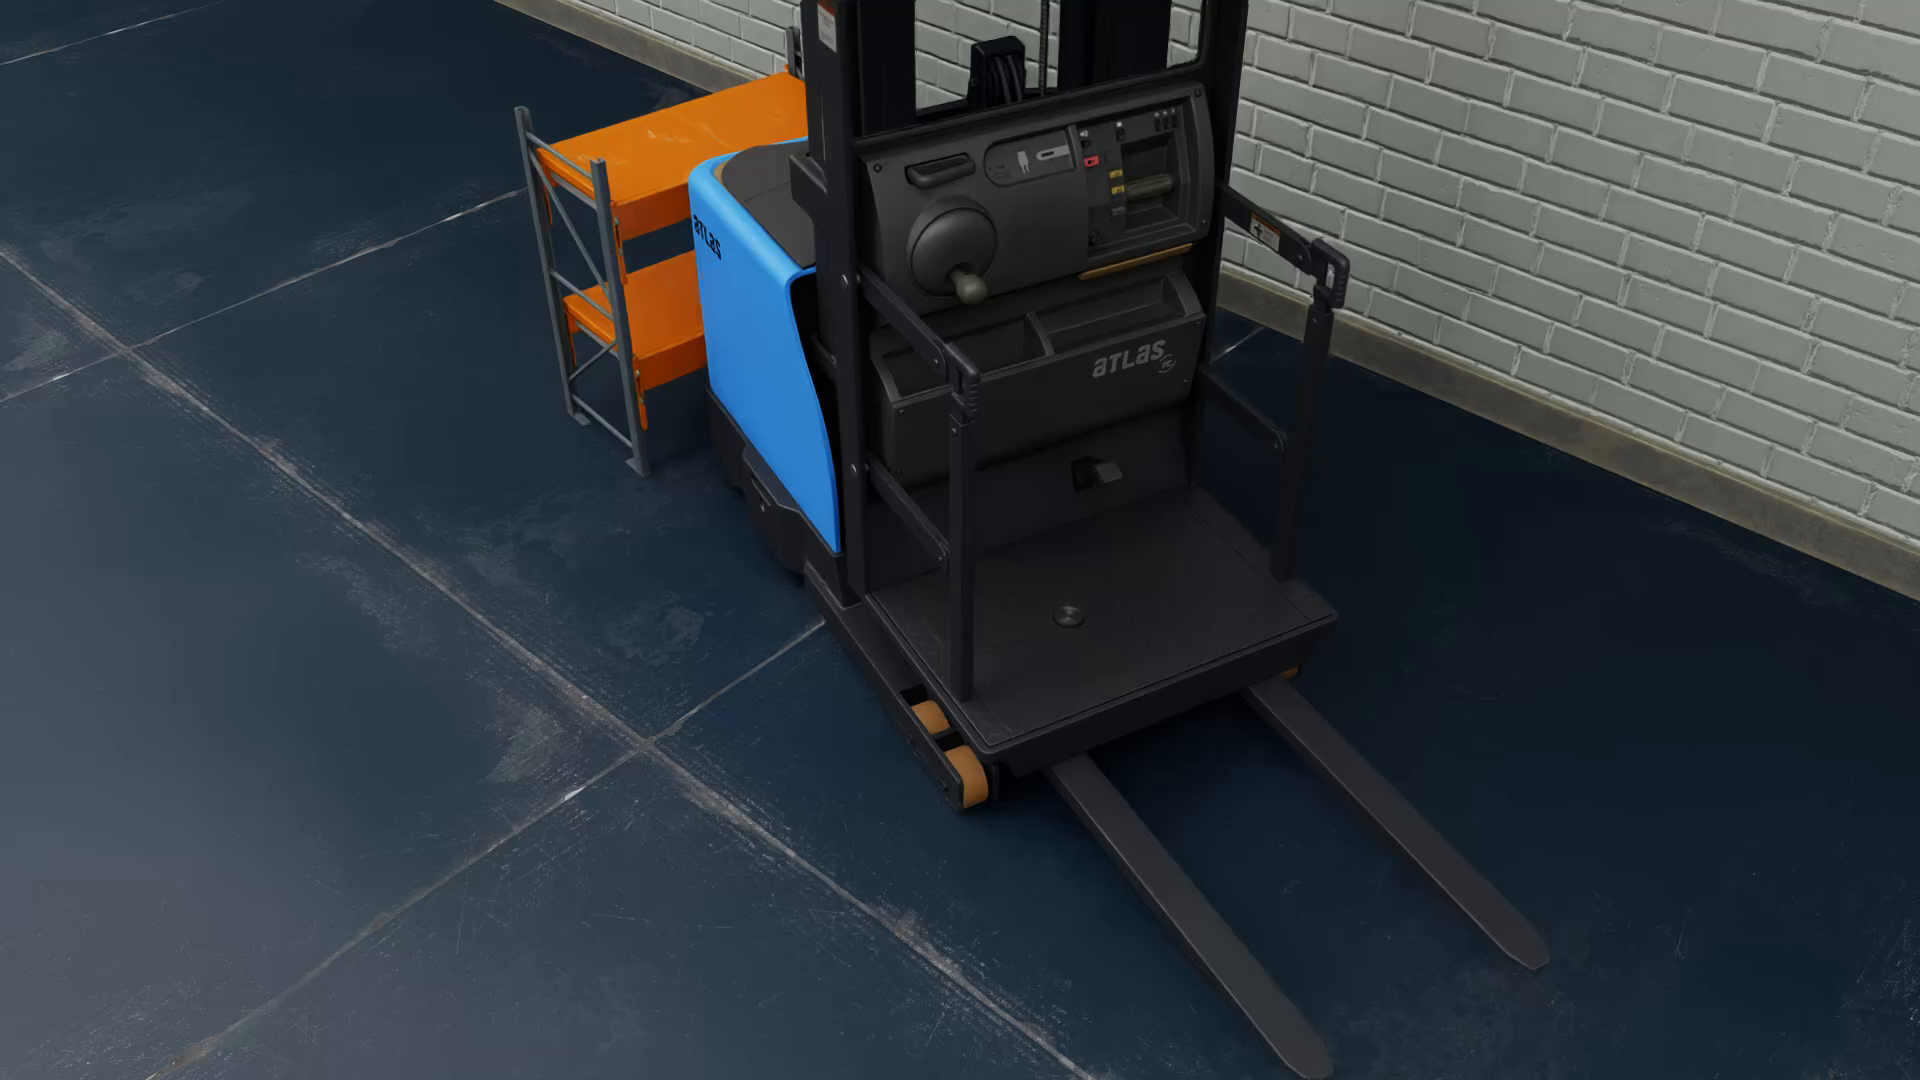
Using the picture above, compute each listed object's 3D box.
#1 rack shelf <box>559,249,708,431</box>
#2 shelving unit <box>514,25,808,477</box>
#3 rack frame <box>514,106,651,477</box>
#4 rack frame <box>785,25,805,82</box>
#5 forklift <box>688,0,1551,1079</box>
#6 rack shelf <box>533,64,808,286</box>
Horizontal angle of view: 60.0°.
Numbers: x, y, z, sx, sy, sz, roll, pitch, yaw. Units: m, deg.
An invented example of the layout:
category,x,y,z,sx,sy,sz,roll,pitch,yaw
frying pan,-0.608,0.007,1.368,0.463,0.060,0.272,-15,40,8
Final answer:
category,x,y,z,sx,sy,sz,roll,pitch,yaw
rack shelf,-0.809,-0.785,5.726,1.000,0.278,0.538,-27,46,-30
shelving unit,-0.809,-0.976,5.573,1.048,1.125,0.538,-27,46,-30
rack frame,-1.200,-0.773,5.319,0.032,1.125,0.500,-27,46,-30
rack frame,-0.419,-1.179,5.828,0.032,1.125,0.500,-27,46,-30
forklift,0.314,-0.766,3.858,1.130,2.935,3.031,-18,42,-22
rack shelf,-0.809,-1.205,5.391,1.000,0.278,0.538,-27,46,-30
